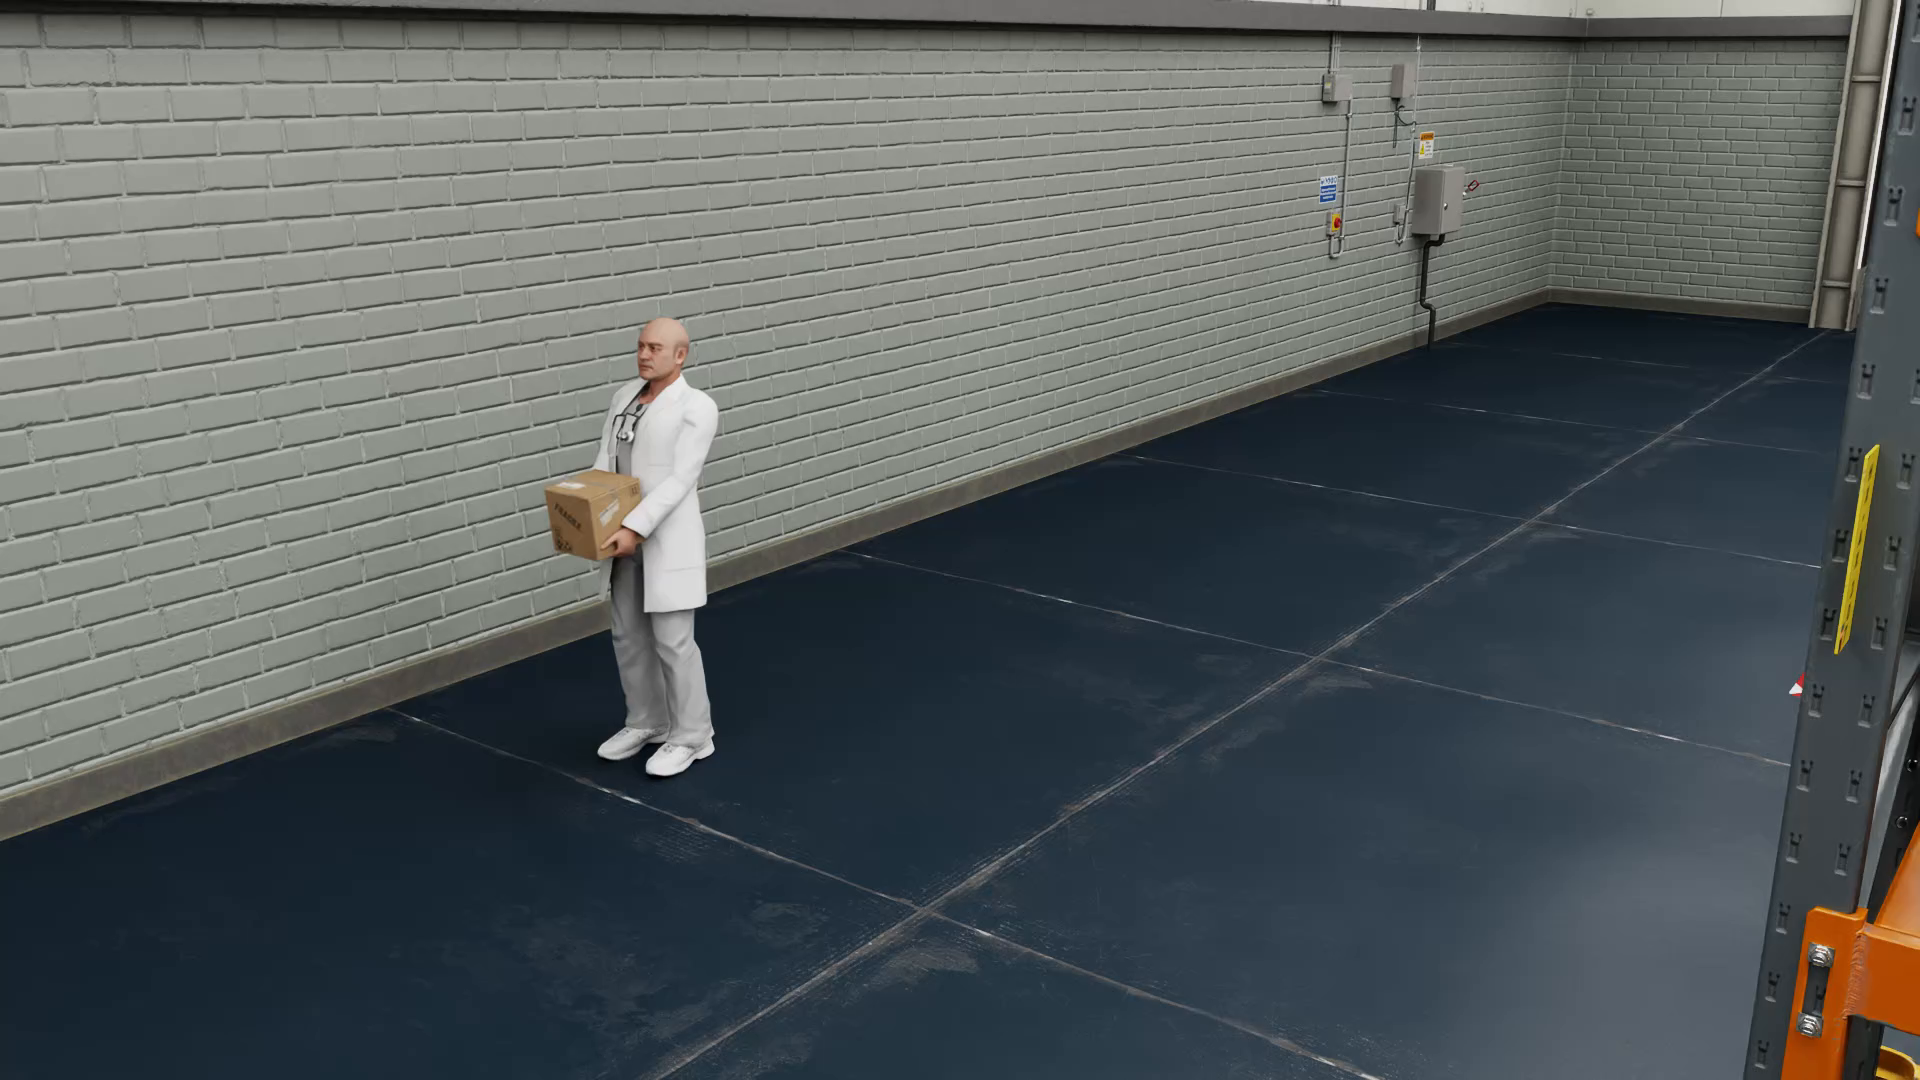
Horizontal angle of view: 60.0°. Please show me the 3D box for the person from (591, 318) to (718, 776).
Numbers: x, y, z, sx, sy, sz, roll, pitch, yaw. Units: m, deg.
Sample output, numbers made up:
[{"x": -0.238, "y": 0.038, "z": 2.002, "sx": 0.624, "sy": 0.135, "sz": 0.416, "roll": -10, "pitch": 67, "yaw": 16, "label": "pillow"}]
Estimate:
[{"x": -1.248, "y": 0.042, "z": 6.429, "sx": 0.530, "sy": 1.769, "sz": 0.563, "roll": 12, "pitch": 20, "yaw": 35, "label": "person"}]
